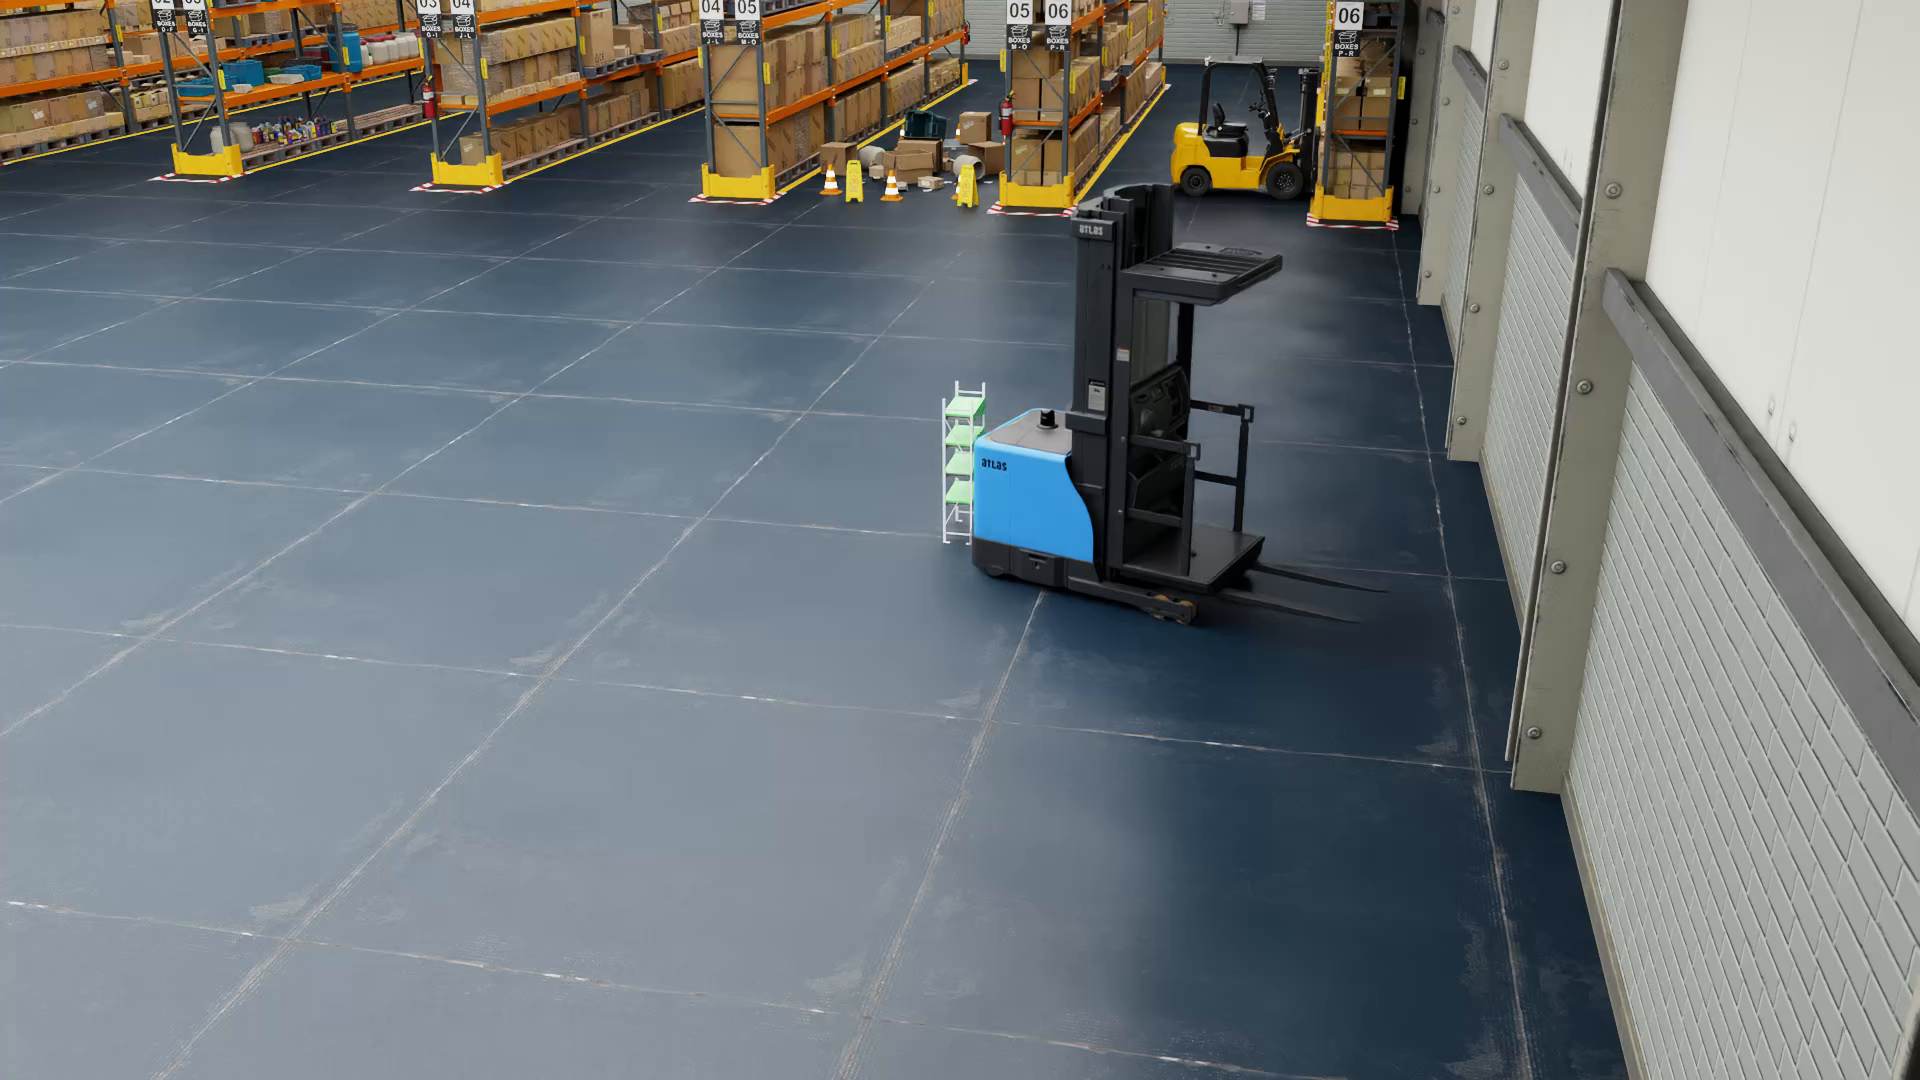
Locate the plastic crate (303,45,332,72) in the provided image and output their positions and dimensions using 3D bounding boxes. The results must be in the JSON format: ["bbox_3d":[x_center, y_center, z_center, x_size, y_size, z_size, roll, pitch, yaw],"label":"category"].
[{"bbox_3d":[-12.719,-9.592,33.099,0.402,0.464,0.583,4,22,11],"label":"plastic crate"}]

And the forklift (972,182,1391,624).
[{"bbox_3d":[1.619,-0.984,11.904,3.031,2.935,1.130,13,25,28],"label":"forklift"}]

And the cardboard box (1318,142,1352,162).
[{"bbox_3d":[5.963,-6.151,26.422,0.500,0.250,0.500,5,22,12],"label":"cardboard box"}]

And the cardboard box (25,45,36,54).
[{"bbox_3d":[-17.631,-9.223,31.267,0.380,0.149,0.250,4,22,10],"label":"cardboard box"}]

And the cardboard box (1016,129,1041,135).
[{"bbox_3d":[1.133,-6.786,27.464,0.380,0.149,0.250,5,22,12],"label":"cardboard box"}]

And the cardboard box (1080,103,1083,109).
[{"bbox_3d":[1.853,-7.324,27.889,0.380,0.149,0.250,4,22,9],"label":"cardboard box"}]

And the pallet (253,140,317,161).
[{"bbox_3d":[-12.943,-7.378,31.421,1.003,0.211,1.213,4,22,11],"label":"pallet"}]

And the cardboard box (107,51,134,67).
[{"bbox_3d":[-17.309,-9.854,34.037,0.500,0.250,0.500,6,23,14],"label":"cardboard box"}]

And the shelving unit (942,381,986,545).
[{"bbox_3d":[0.034,-0.617,13.310,0.258,1.200,0.503,4,22,11],"label":"shelving unit"}]

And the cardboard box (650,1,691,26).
[{"bbox_3d":[-6.422,-11.709,36.964,0.797,0.503,0.637,5,23,13],"label":"cardboard box"}]

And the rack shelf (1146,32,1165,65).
[{"bbox_3d":[4.072,-11.552,39.015,1.077,0.370,4.000,4,22,11],"label":"rack shelf"}]

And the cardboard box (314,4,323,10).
[{"bbox_3d":[-15.885,-13.381,41.121,0.500,0.500,0.500,5,22,11],"label":"cardboard box"}]

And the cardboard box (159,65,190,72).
[{"bbox_3d":[-20.332,-12.343,42.801,0.700,0.500,0.500,5,22,12],"label":"cardboard box"}]

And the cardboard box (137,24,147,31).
[{"bbox_3d":[-20.405,-12.696,41.202,0.380,0.149,0.250,5,22,12],"label":"cardboard box"}]

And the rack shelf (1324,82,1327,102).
[{"bbox_3d":[7.300,-8.249,30.814,1.077,0.370,4.000,4,22,11],"label":"rack shelf"}]

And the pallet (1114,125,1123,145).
[{"bbox_3d":[2.687,-8.112,33.244,1.003,0.211,1.213,4,22,11],"label":"pallet"}]

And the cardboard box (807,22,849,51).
[{"bbox_3d":[-2.533,-9.634,31.818,0.700,0.500,0.500,5,22,11],"label":"cardboard box"}]

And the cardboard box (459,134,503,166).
[{"bbox_3d":[-8.342,-6.783,28.996,0.500,0.500,0.500,9,24,21],"label":"cardboard box"}]

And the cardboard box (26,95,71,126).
[{"bbox_3d":[-17.547,-8.272,32.023,0.500,0.500,0.500,4,22,11],"label":"cardboard box"}]

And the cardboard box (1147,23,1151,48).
[{"bbox_3d":[4.016,-11.352,37.422,0.500,0.500,0.500,5,23,13],"label":"cardboard box"}]

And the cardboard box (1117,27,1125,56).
[{"bbox_3d":[2.933,-9.693,32.342,0.500,0.500,0.500,4,22,10],"label":"cardboard box"}]

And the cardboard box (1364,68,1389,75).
[{"bbox_3d":[6.574,-7.359,26.240,0.380,0.149,0.250,5,23,13],"label":"cardboard box"}]

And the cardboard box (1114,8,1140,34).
[{"bbox_3d":[3.507,-10.918,35.005,0.500,0.500,0.500,5,22,12],"label":"cardboard box"}]

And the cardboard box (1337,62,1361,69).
[{"bbox_3d":[6.318,-7.673,27.020,0.380,0.149,0.250,5,22,11],"label":"cardboard box"}]

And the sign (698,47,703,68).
[{"bbox_3d":[-4.179,-7.799,26.867,0.100,0.325,0.005,4,22,11],"label":"sign"}]

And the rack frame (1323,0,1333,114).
[{"bbox_3d":[8.524,-10.777,36.128,1.000,3.000,0.127,4,22,11],"label":"rack frame"}]

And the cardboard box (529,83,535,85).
[{"bbox_3d":[-7.872,-8.133,29.900,0.380,0.149,0.250,4,22,11],"label":"cardboard box"}]

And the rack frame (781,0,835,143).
[{"bbox_3d":[-2.835,-8.569,30.645,1.000,3.000,0.127,4,22,11],"label":"rack frame"}]

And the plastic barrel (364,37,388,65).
[{"bbox_3d":[-11.959,-10.026,34.081,0.433,0.535,0.433,0,22,0],"label":"plastic barrel"}]

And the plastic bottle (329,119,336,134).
[{"bbox_3d":[-12.294,-8.104,32.539,0.061,0.283,0.133,6,23,14],"label":"plastic bottle"}]

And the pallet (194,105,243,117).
[{"bbox_3d":[-16.757,-9.612,36.967,1.003,0.211,1.213,4,22,11],"label":"pallet"}]

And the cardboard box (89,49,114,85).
[{"bbox_3d":[-20.937,-11.356,39.881,0.750,0.750,0.750,4,22,11],"label":"cardboard box"}]

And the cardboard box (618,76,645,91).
[{"bbox_3d":[-6.961,-9.592,34.939,0.500,0.250,0.500,5,23,13],"label":"cardboard box"}]

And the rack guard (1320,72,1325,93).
[{"bbox_3d":[9.325,-11.053,40.159,1.175,0.500,0.348,4,22,11],"label":"rack guard"}]

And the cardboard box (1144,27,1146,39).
[{"bbox_3d":[3.812,-11.137,36.553,0.500,0.250,0.500,4,22,11],"label":"cardboard box"}]

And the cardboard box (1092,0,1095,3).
[{"bbox_3d":[1.985,-9.136,27.841,0.500,0.250,0.500,4,22,10],"label":"cardboard box"}]

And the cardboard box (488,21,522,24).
[{"bbox_3d":[-8.213,-9.121,30.146,0.500,0.500,0.500,4,22,11],"label":"cardboard box"}]

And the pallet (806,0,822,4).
[{"bbox_3d":[-3.012,-9.621,29.360,1.003,0.211,1.213,4,22,11],"label":"pallet"}]

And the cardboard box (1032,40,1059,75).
[{"bbox_3d":[1.217,-7.802,26.870,0.700,0.500,0.500,5,22,11],"label":"cardboard box"}]

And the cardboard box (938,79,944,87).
[{"bbox_3d":[-0.588,-10.953,39.820,0.380,0.149,0.250,4,22,9],"label":"cardboard box"}]

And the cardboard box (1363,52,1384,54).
[{"bbox_3d":[7.439,-8.680,29.920,0.380,0.149,0.250,4,22,11],"label":"cardboard box"}]

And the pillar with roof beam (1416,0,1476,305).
[{"bbox_3d":[1.661,-7.491,19.939,9.100,9.000,0.400,4,22,11],"label":"pillar with roof beam"}]

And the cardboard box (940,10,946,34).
[{"bbox_3d":[-0.623,-12.204,39.139,0.500,0.500,0.500,4,22,10],"label":"cardboard box"}]

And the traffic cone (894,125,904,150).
[{"bbox_3d":[-1.083,-7.767,32.051,0.336,0.463,0.334,4,22,11],"label":"traffic cone"}]

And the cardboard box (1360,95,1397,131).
[{"bbox_3d":[6.449,-6.595,25.610,0.500,0.500,0.500,5,23,13],"label":"cardboard box"}]

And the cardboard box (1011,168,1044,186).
[{"bbox_3d":[1.122,-6.010,27.409,0.500,0.250,0.500,4,22,11],"label":"cardboard box"}]

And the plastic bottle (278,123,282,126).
[{"bbox_3d":[-13.121,-7.911,32.074,0.097,0.271,0.097,0,22,0],"label":"plastic bottle"}]

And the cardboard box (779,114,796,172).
[{"bbox_3d":[-3.400,-6.890,28.759,0.875,0.875,0.875,4,22,10],"label":"cardboard box"}]

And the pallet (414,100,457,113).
[{"bbox_3d":[-11.582,-9.822,37.490,1.003,0.211,1.213,4,22,11],"label":"pallet"}]

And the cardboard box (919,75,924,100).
[{"bbox_3d":[-1.107,-10.240,37.578,0.500,0.500,0.500,4,22,10],"label":"cardboard box"}]

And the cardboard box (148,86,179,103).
[{"bbox_3d":[-16.827,-9.424,35.136,0.500,0.311,0.500,4,22,9],"label":"cardboard box"}]

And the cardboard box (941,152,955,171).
[{"bbox_3d":[-0.236,-6.826,29.977,0.258,0.266,0.396,-11,25,-26],"label":"cardboard box"}]

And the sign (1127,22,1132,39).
[{"bbox_3d":[3.381,-10.154,33.136,0.100,0.325,0.005,4,22,11],"label":"sign"}]

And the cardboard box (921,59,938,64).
[{"bbox_3d":[-0.764,-11.830,41.200,0.380,0.149,0.250,5,22,12],"label":"cardboard box"}]
